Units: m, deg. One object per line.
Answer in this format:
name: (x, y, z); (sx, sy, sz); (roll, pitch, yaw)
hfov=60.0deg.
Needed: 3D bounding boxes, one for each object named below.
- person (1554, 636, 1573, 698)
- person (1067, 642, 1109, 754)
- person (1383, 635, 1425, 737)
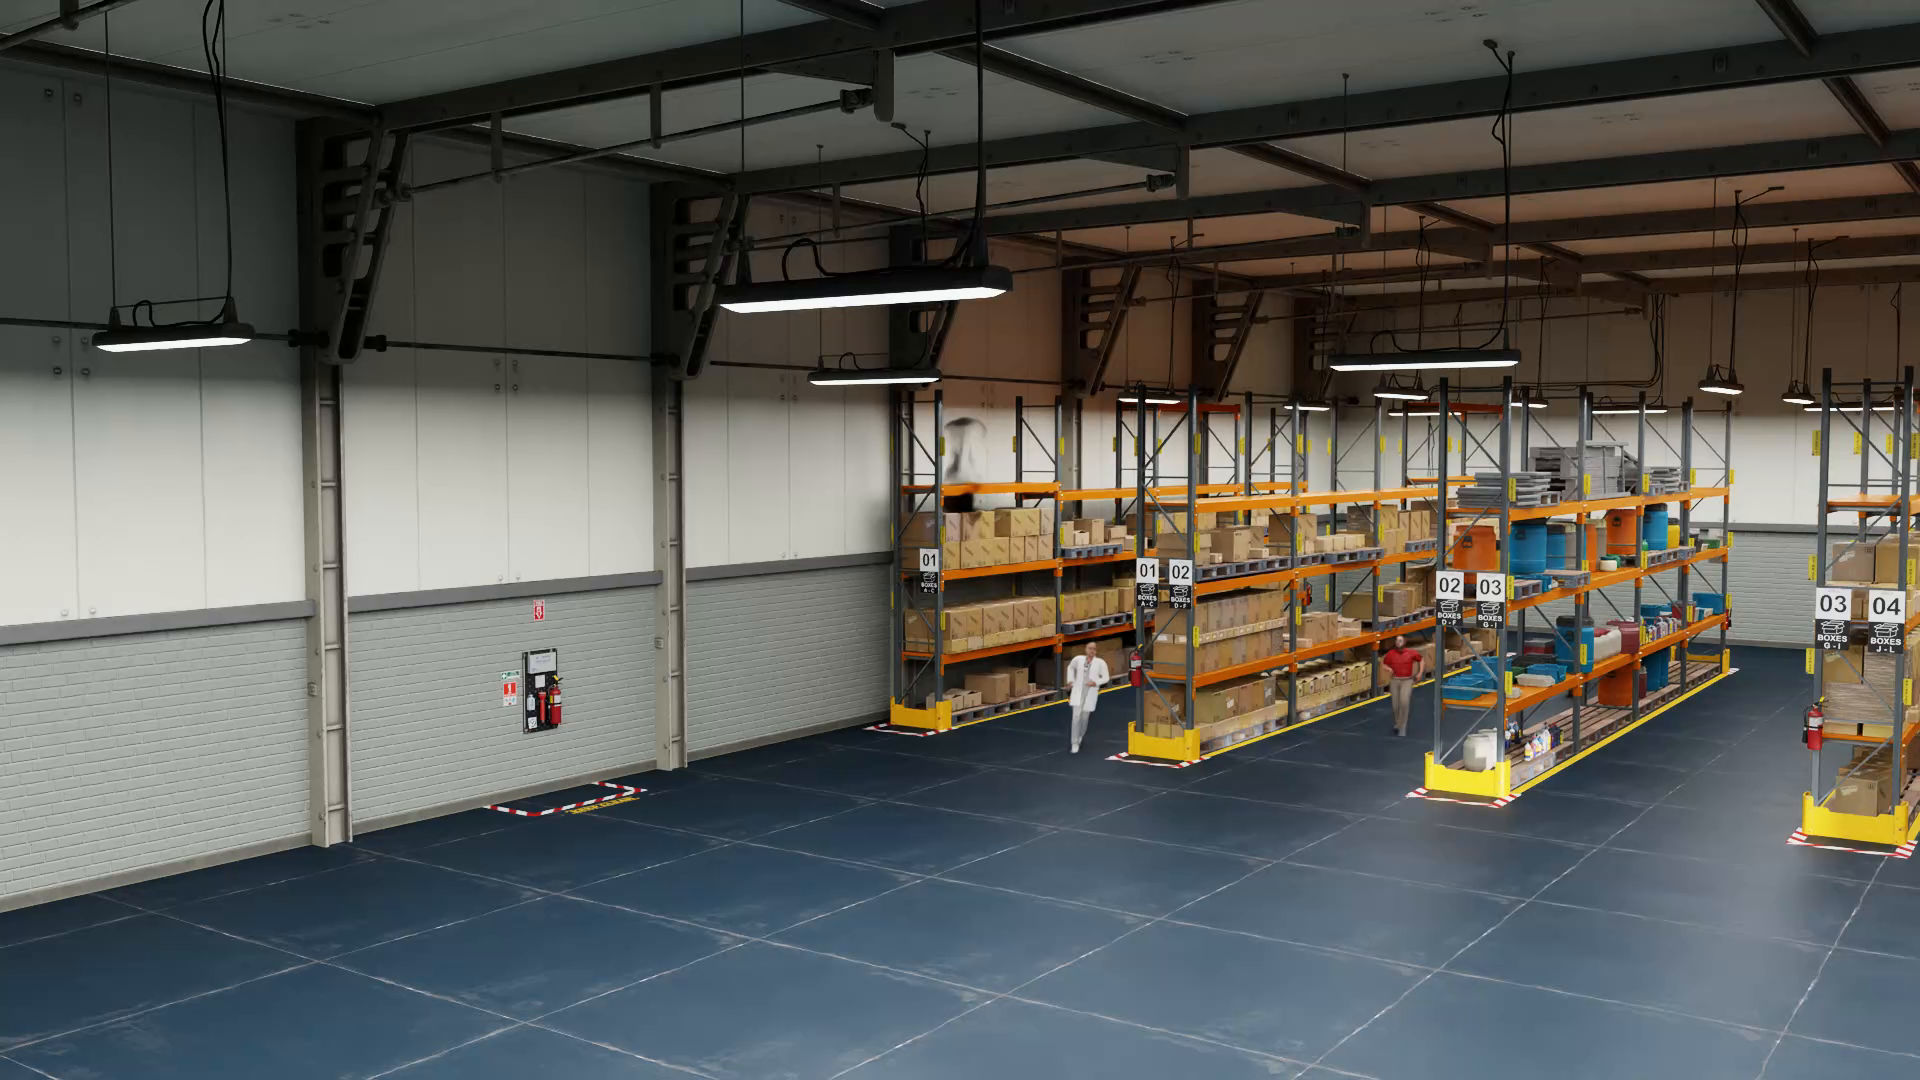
person: (12.054, 2.366, 33.039); (0.711, 1.619, 0.804); (3, 4, 42)
person: (2.113, 2.580, 27.479); (0.698, 1.796, 0.912); (0, 3, 4)
person: (7.694, 2.543, 28.962); (0.671, 1.774, 0.770); (2, 4, 29)
